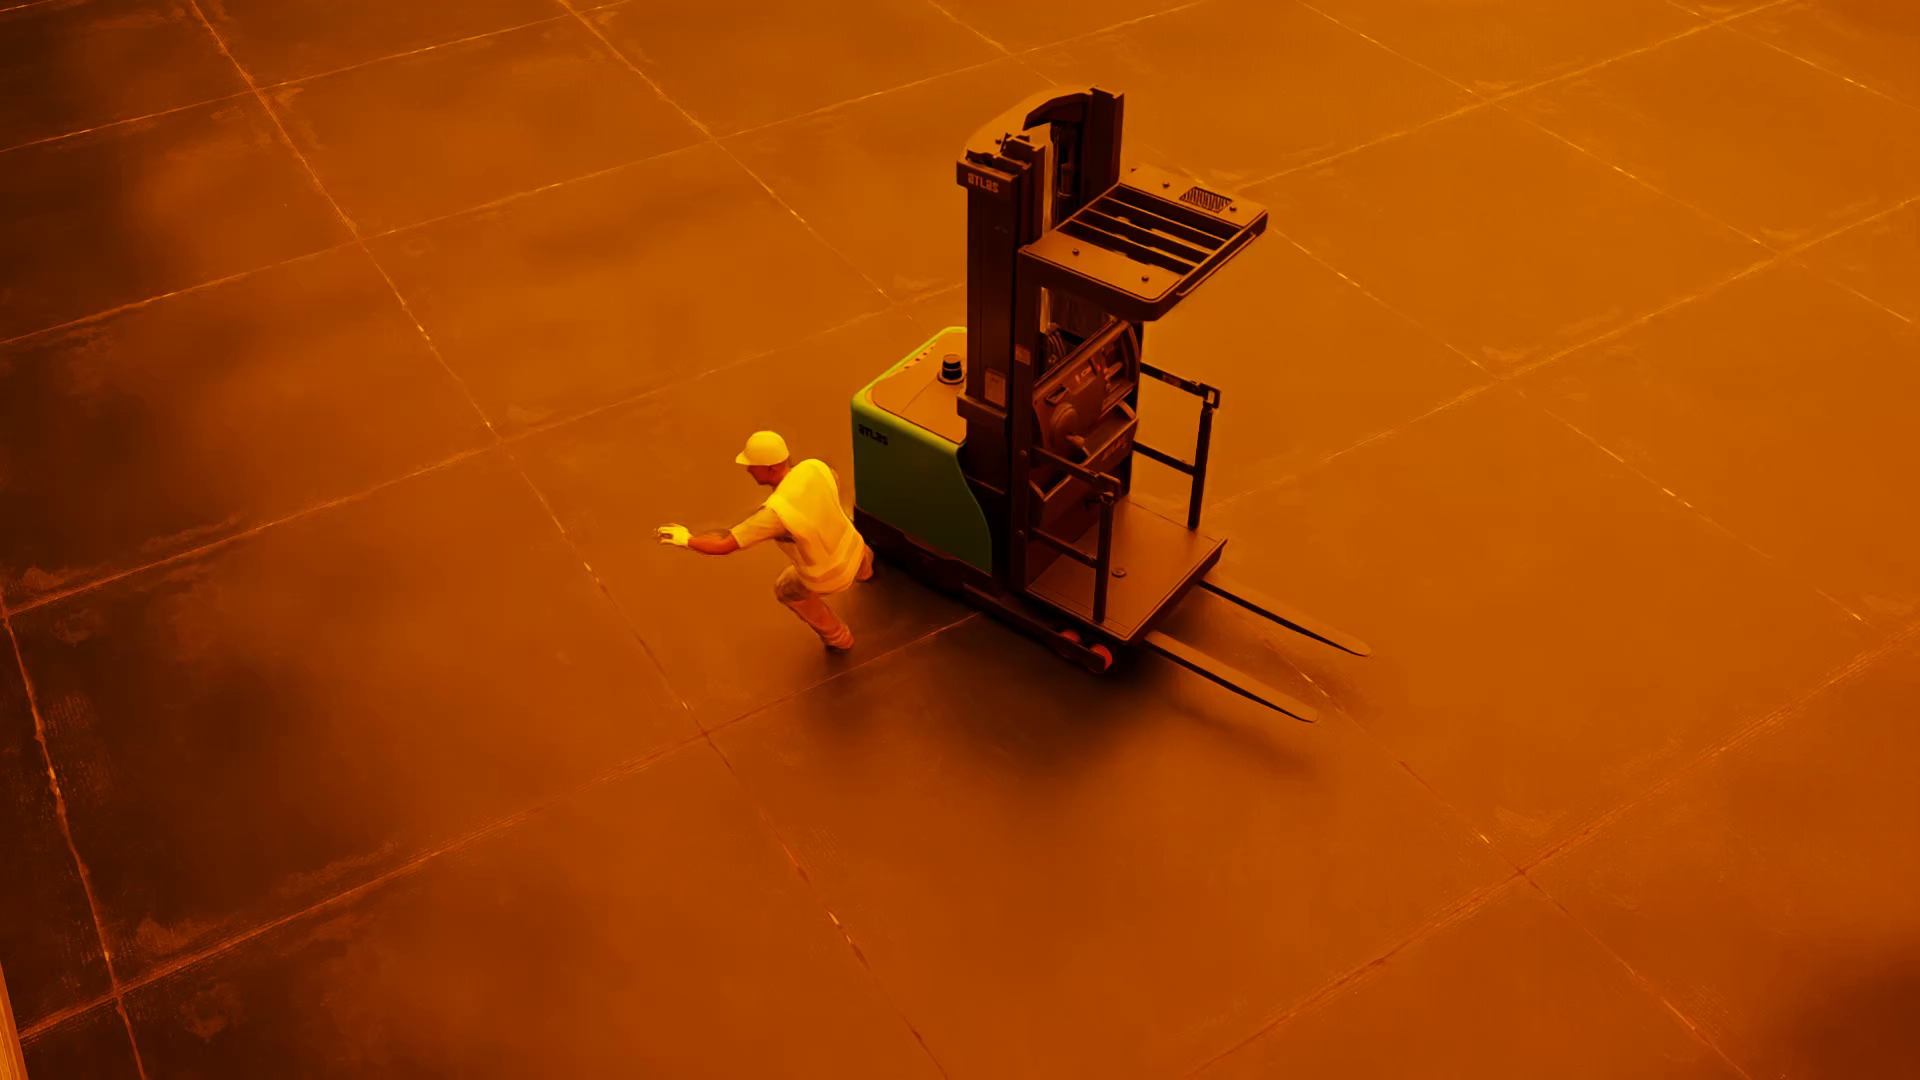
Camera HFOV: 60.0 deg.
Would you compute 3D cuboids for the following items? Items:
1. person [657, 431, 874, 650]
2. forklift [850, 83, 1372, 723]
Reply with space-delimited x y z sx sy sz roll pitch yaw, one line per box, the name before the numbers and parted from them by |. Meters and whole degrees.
person | -0.917 -0.069 9.040 0.931 1.530 1.308 15 43 17
forklift | 0.842 -0.761 8.742 3.031 2.935 1.130 27 48 27
